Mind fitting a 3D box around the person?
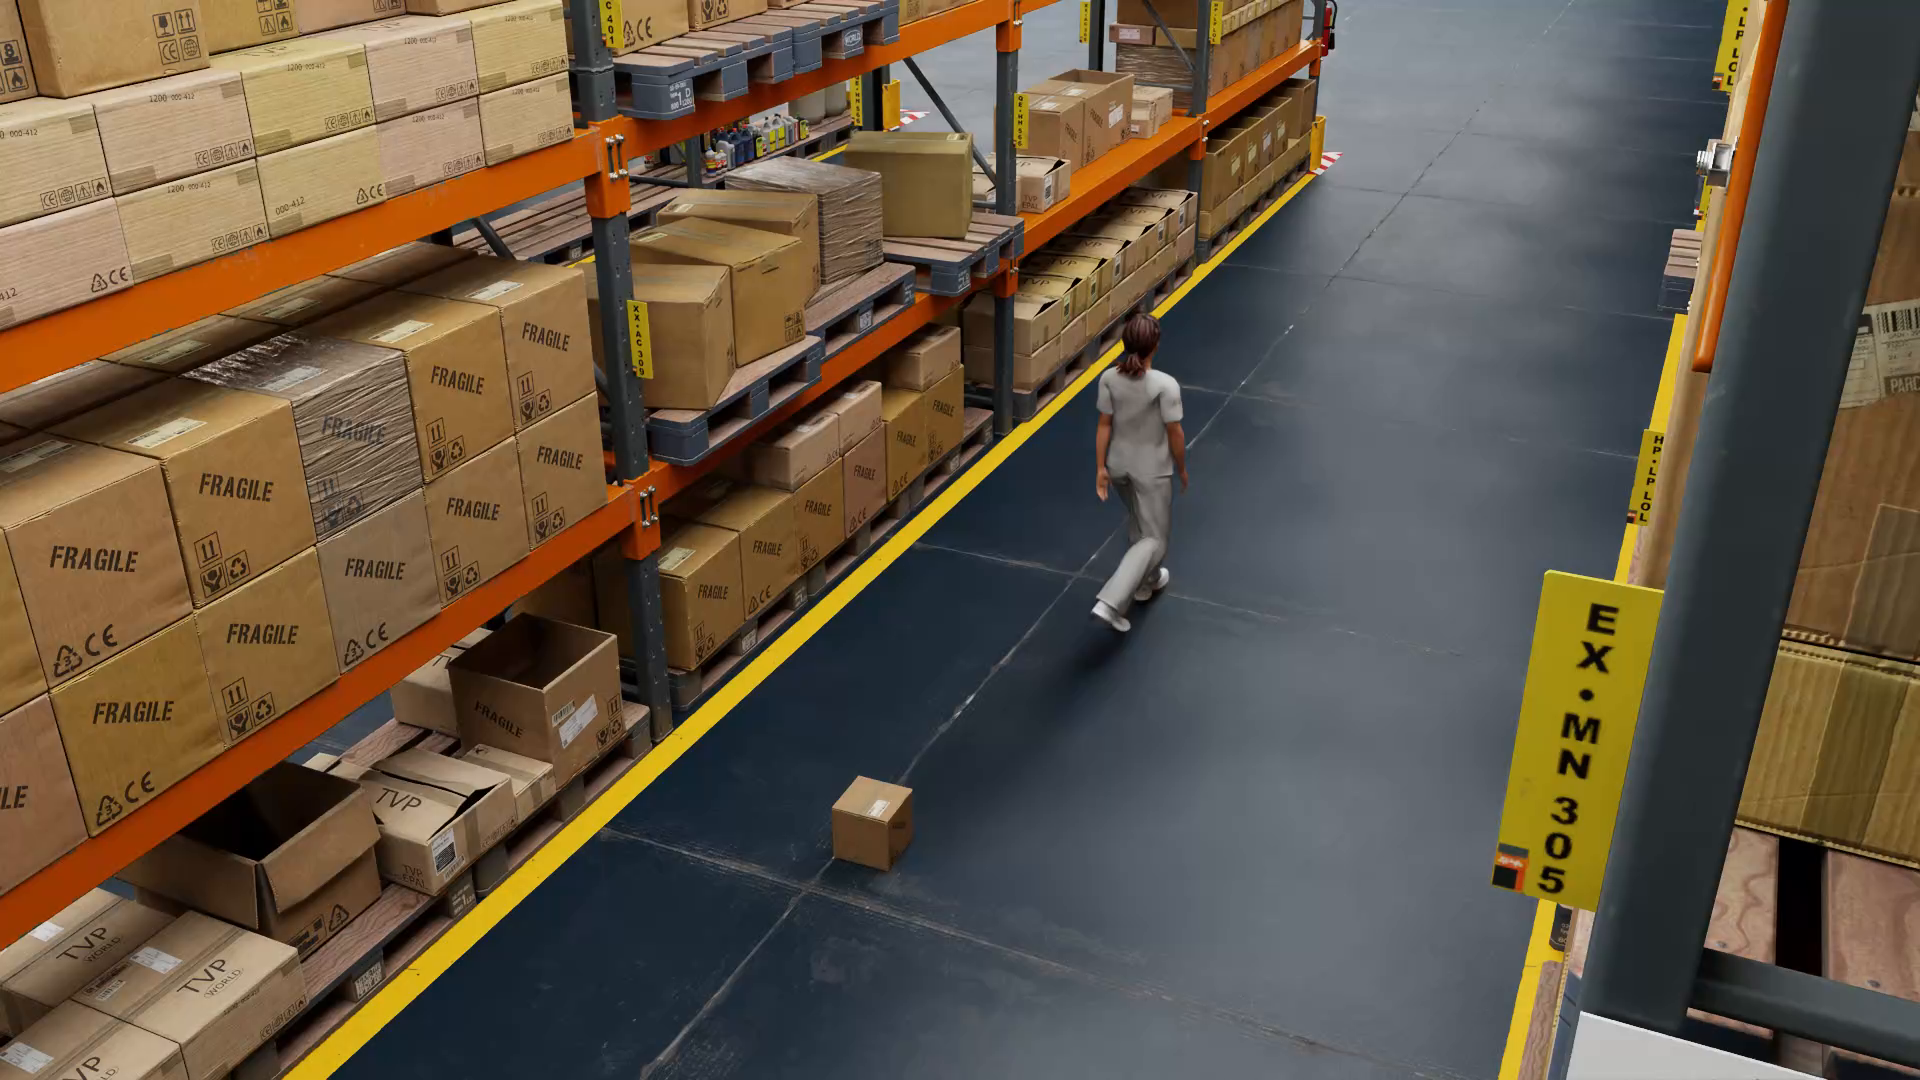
[{"bbox_3d":[0.880,-0.340,8.290,0.438,1.631,0.923,18,32,32],"label":"person"}]
